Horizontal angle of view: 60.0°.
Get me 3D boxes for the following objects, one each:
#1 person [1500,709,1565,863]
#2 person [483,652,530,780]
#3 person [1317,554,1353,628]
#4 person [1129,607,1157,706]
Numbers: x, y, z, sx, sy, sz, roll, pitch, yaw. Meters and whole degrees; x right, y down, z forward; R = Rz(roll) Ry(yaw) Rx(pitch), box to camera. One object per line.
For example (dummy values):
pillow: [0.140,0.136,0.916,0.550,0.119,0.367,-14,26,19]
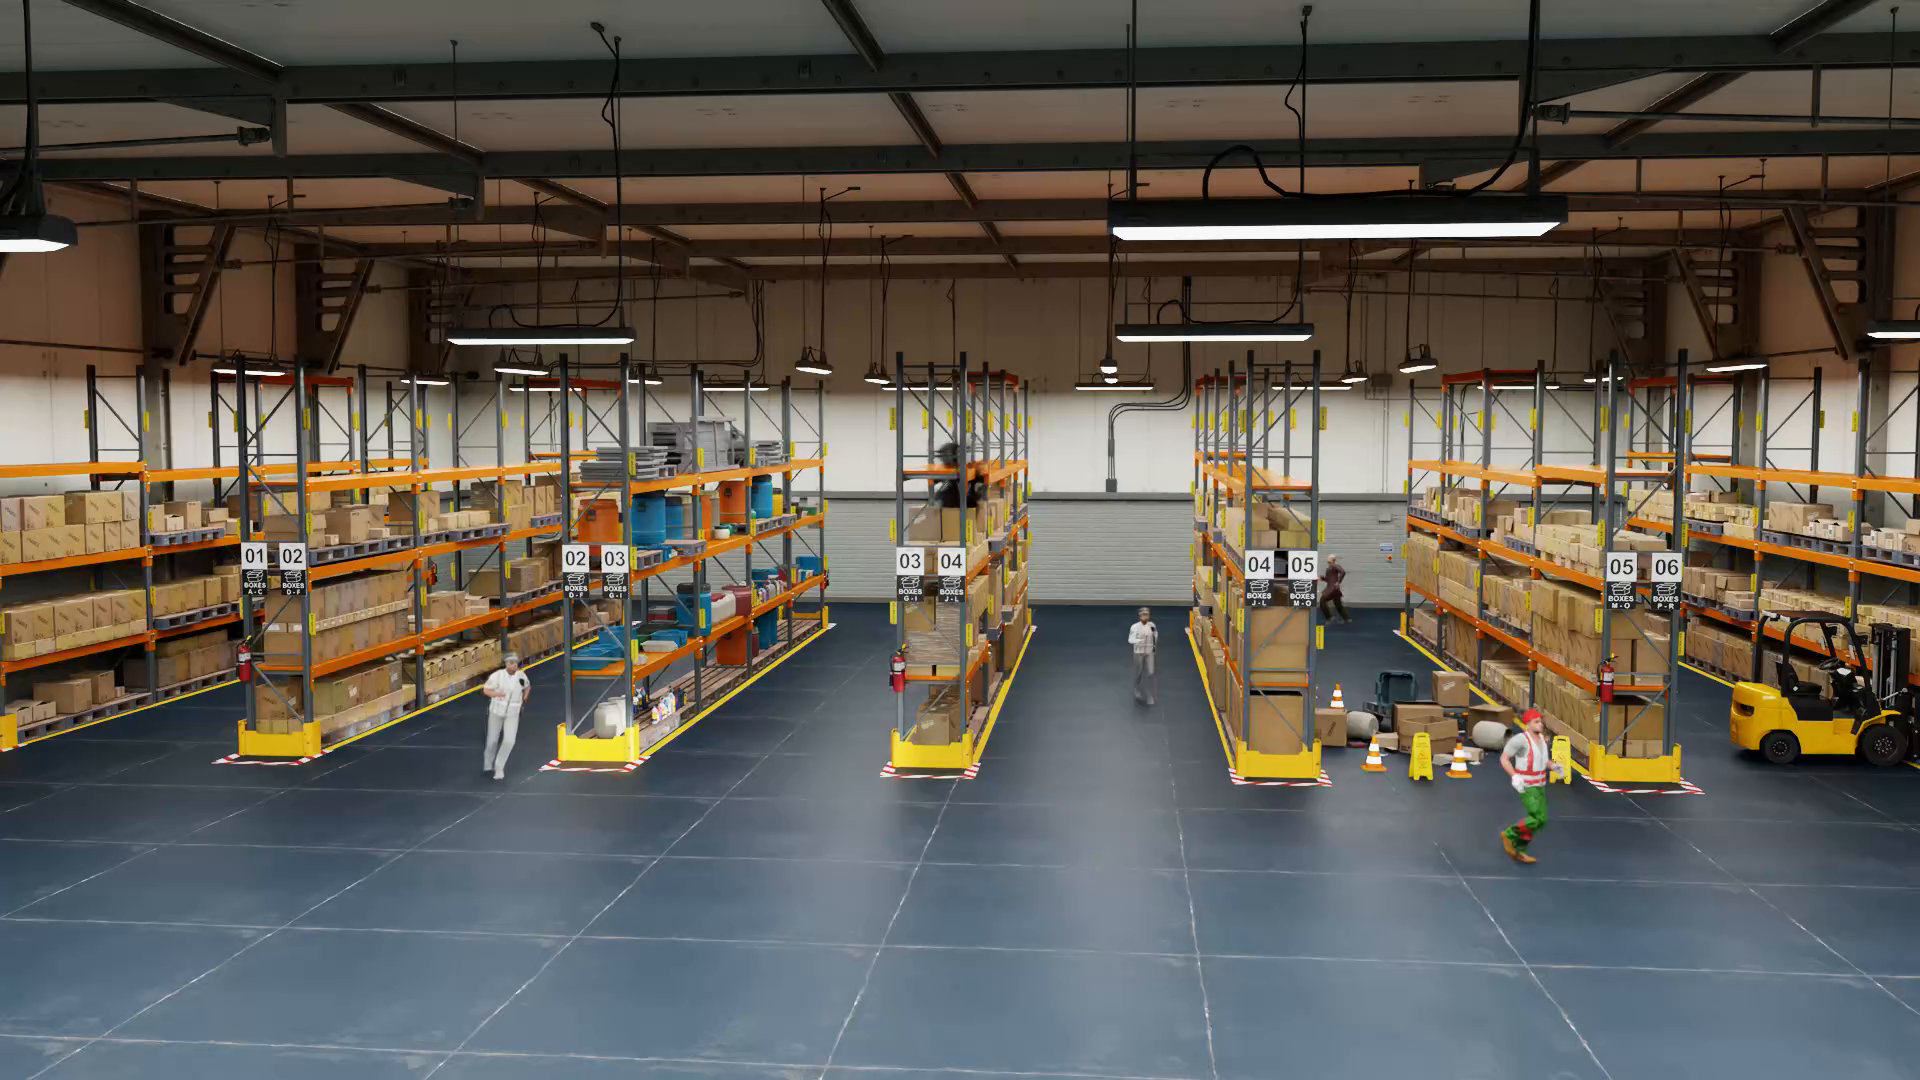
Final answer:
person: [6.509,2.789,18.851,0.637,1.749,0.607,-3,5,-37]
person: [-6.404,2.474,23.534,0.674,1.810,0.739,-1,4,-20]
person: [9.089,1.250,40.462,0.955,1.792,0.730,1,4,11]
person: [3.274,2.052,29.661,0.557,1.737,0.816,0,4,-3]
